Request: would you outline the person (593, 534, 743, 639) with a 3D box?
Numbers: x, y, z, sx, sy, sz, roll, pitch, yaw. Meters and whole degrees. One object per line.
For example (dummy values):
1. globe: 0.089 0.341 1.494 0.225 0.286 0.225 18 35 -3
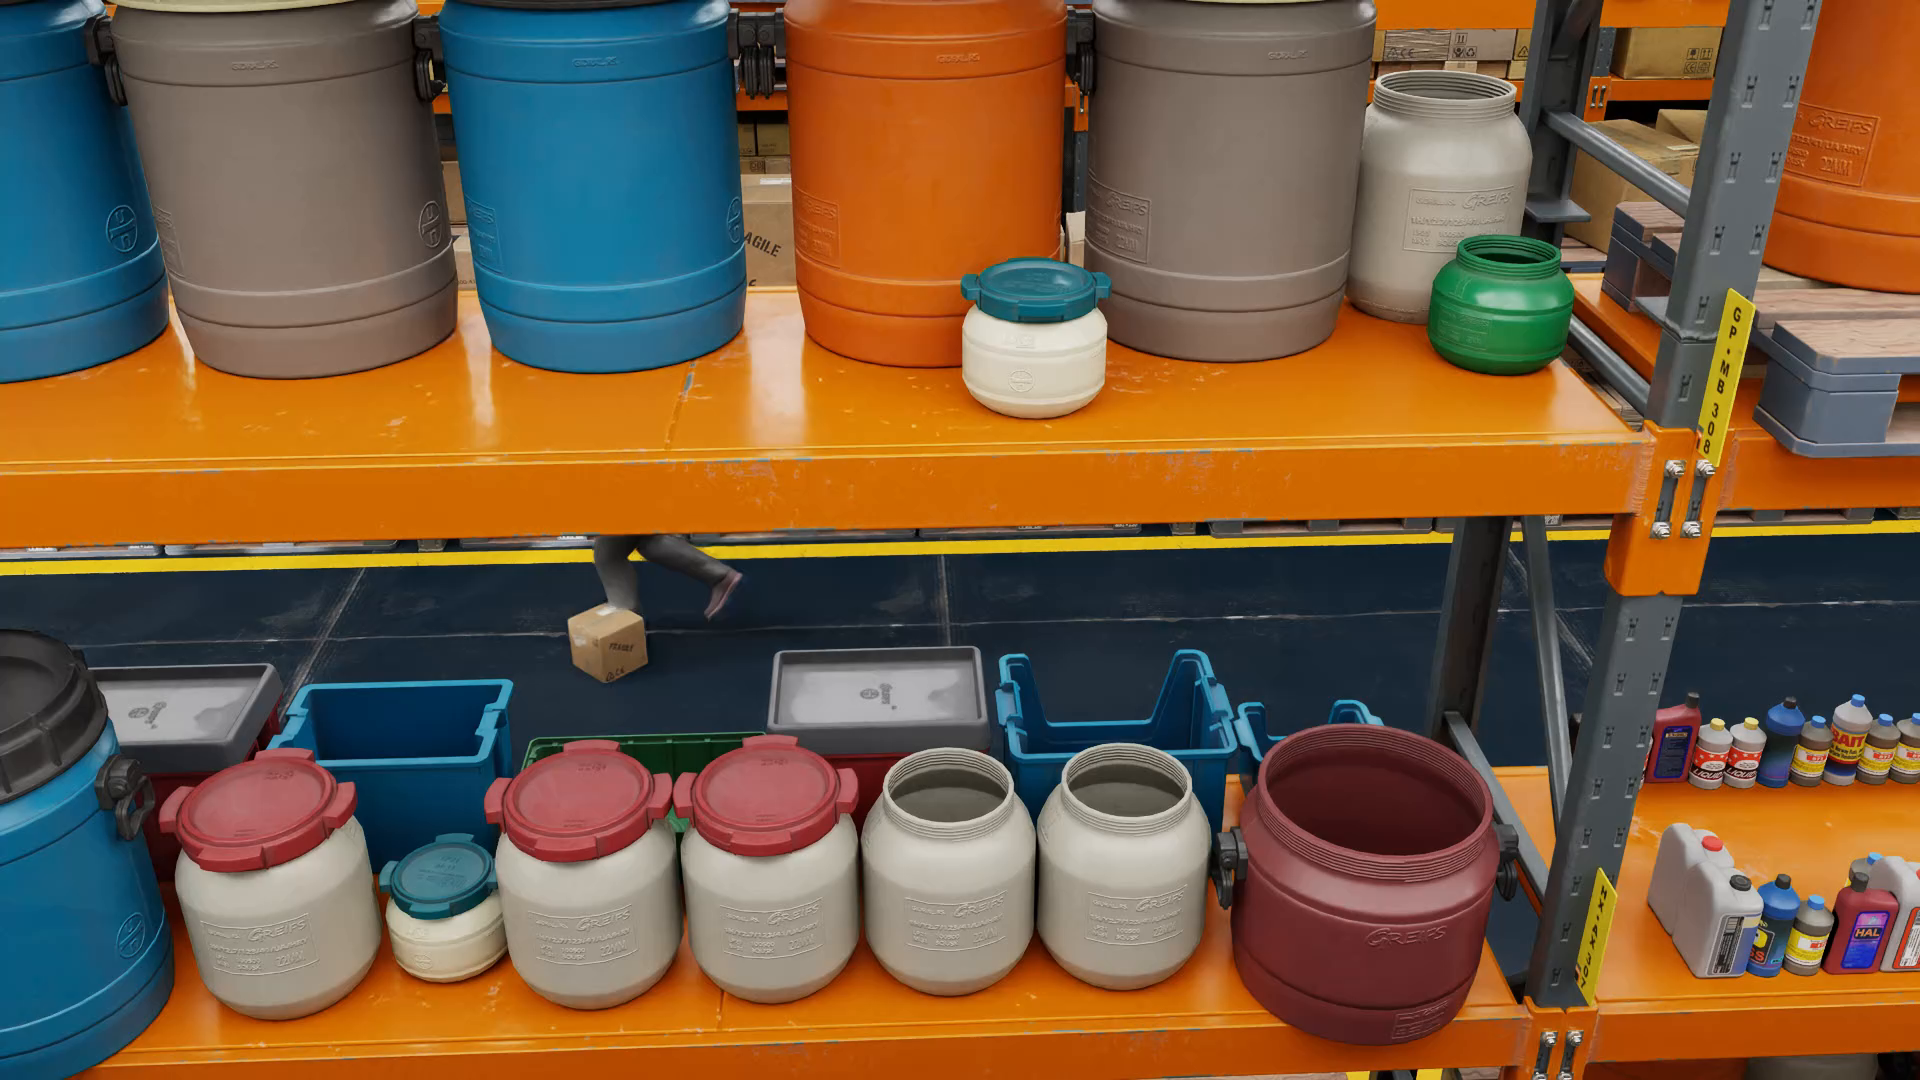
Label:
1. person: -1.411 -0.250 7.571 0.760 1.627 0.472 0 28 0
